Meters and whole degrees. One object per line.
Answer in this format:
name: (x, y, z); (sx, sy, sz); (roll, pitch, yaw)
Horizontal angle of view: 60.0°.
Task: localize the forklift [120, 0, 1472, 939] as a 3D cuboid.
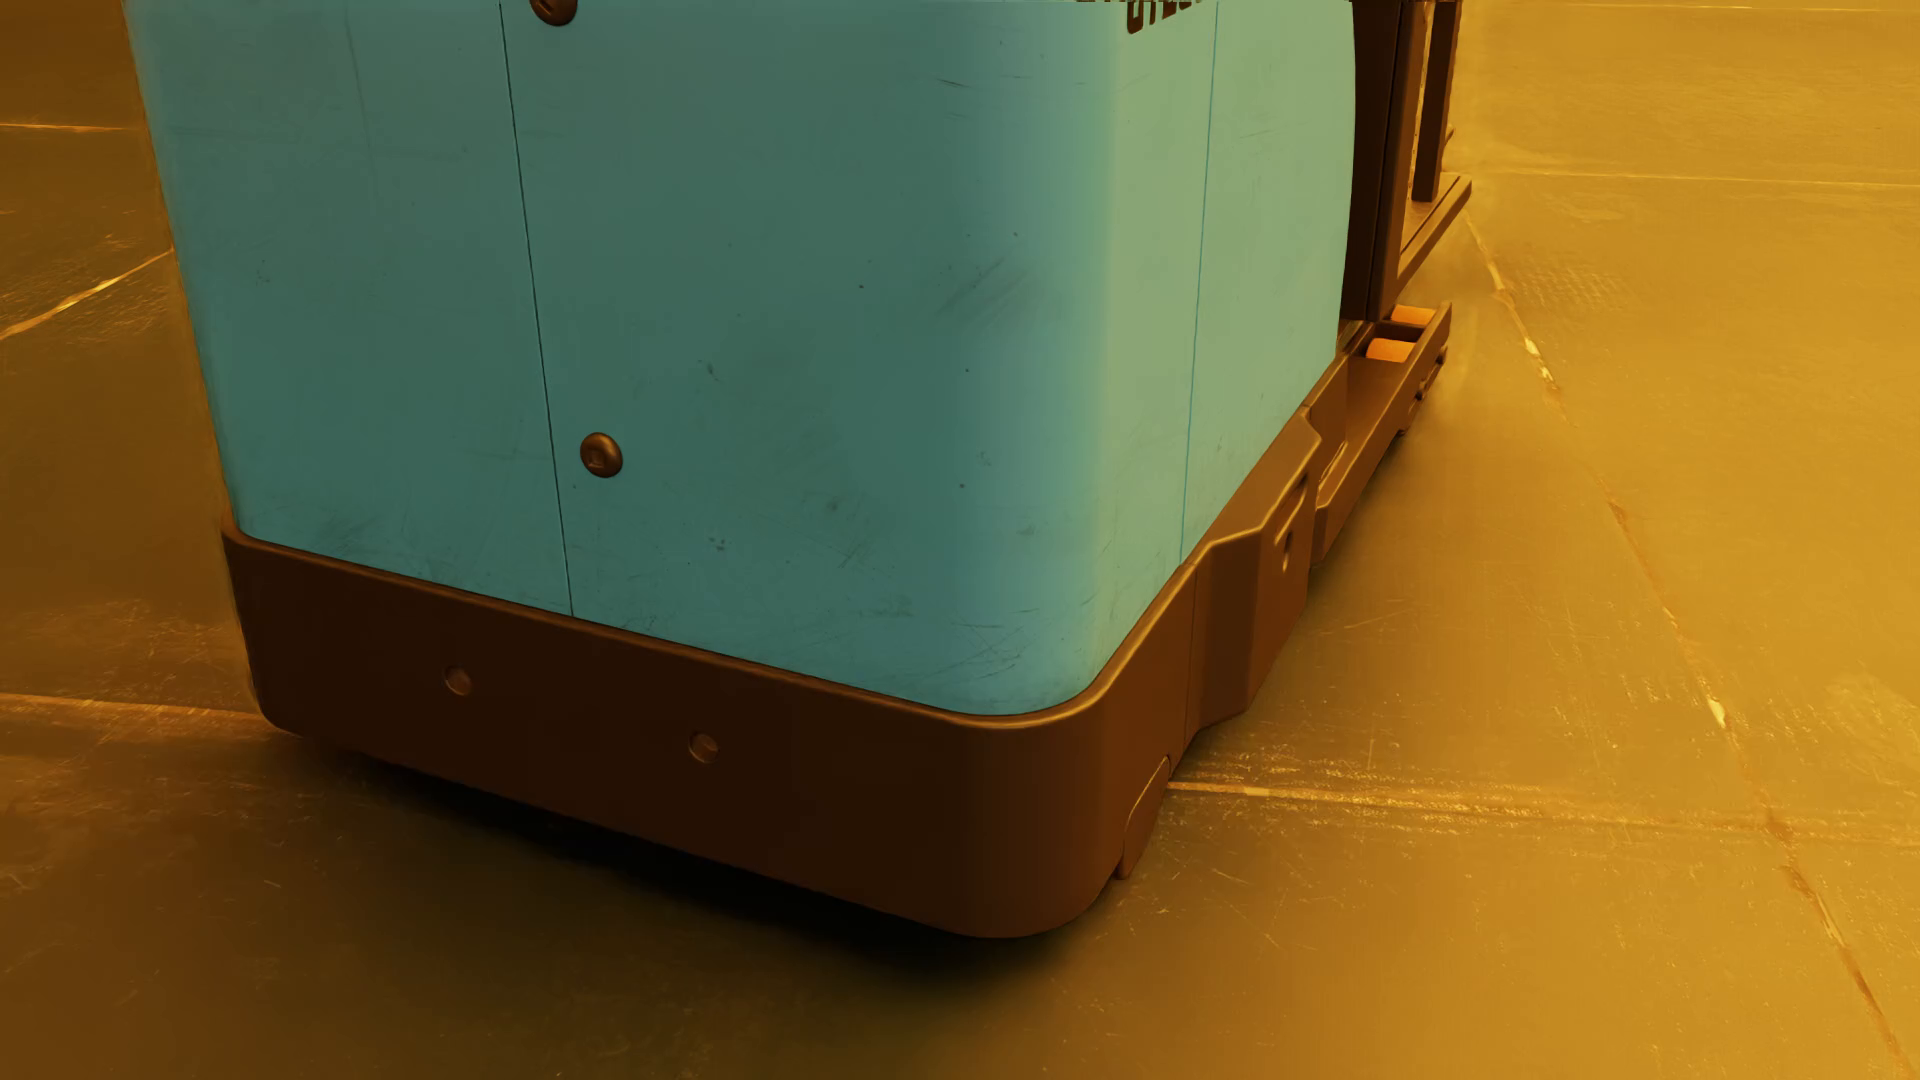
forklift: (0.245, -1.564, 2.352); (1.130, 2.935, 3.031); (12, 29, 22)
